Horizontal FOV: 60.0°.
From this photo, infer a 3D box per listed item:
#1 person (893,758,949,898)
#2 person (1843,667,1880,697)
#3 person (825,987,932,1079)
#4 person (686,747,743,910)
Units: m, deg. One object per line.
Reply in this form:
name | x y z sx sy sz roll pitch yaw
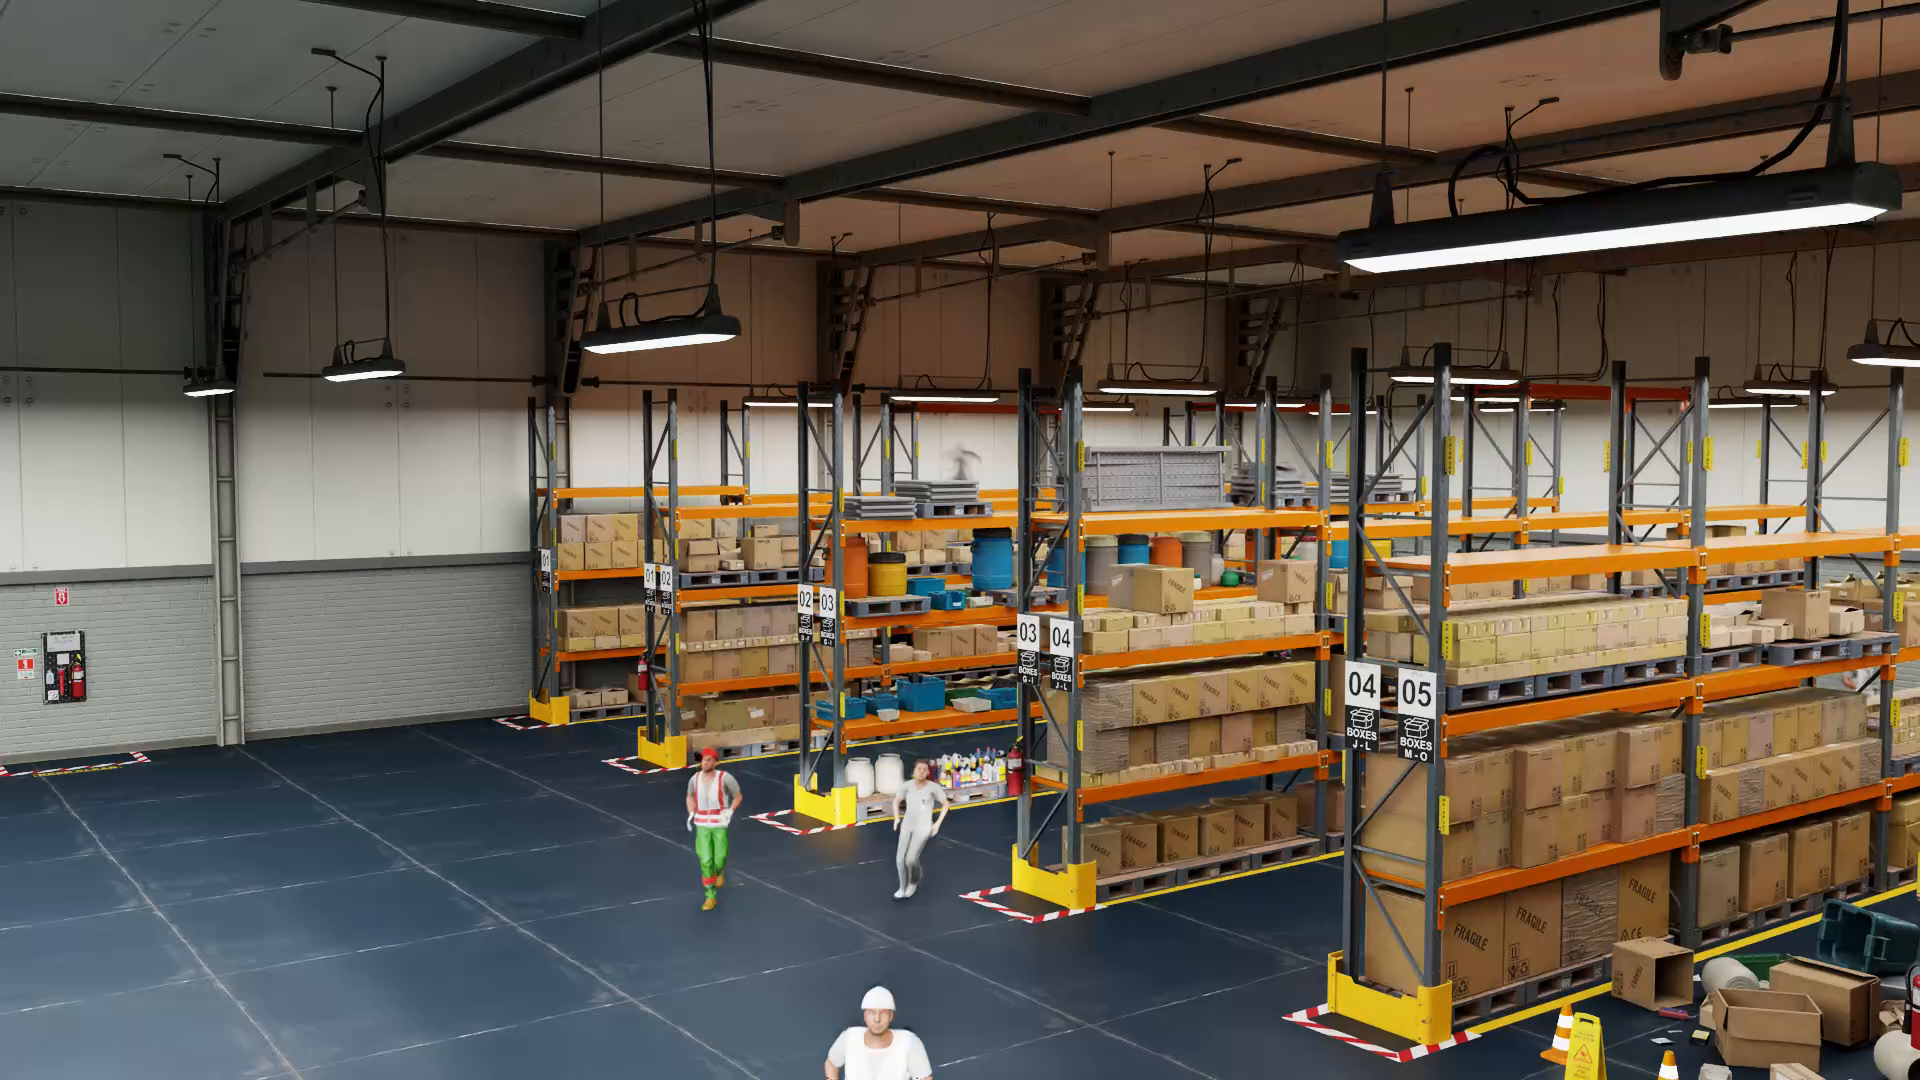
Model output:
person | -0.478 3.260 18.644 0.624 1.591 0.551 1 4 20
person | 15.210 2.645 28.035 0.700 1.746 0.554 -1 3 -10
person | -0.510 3.644 10.299 0.679 1.762 0.994 0 3 0
person | -2.762 3.193 18.614 0.650 1.768 0.722 0 3 4
